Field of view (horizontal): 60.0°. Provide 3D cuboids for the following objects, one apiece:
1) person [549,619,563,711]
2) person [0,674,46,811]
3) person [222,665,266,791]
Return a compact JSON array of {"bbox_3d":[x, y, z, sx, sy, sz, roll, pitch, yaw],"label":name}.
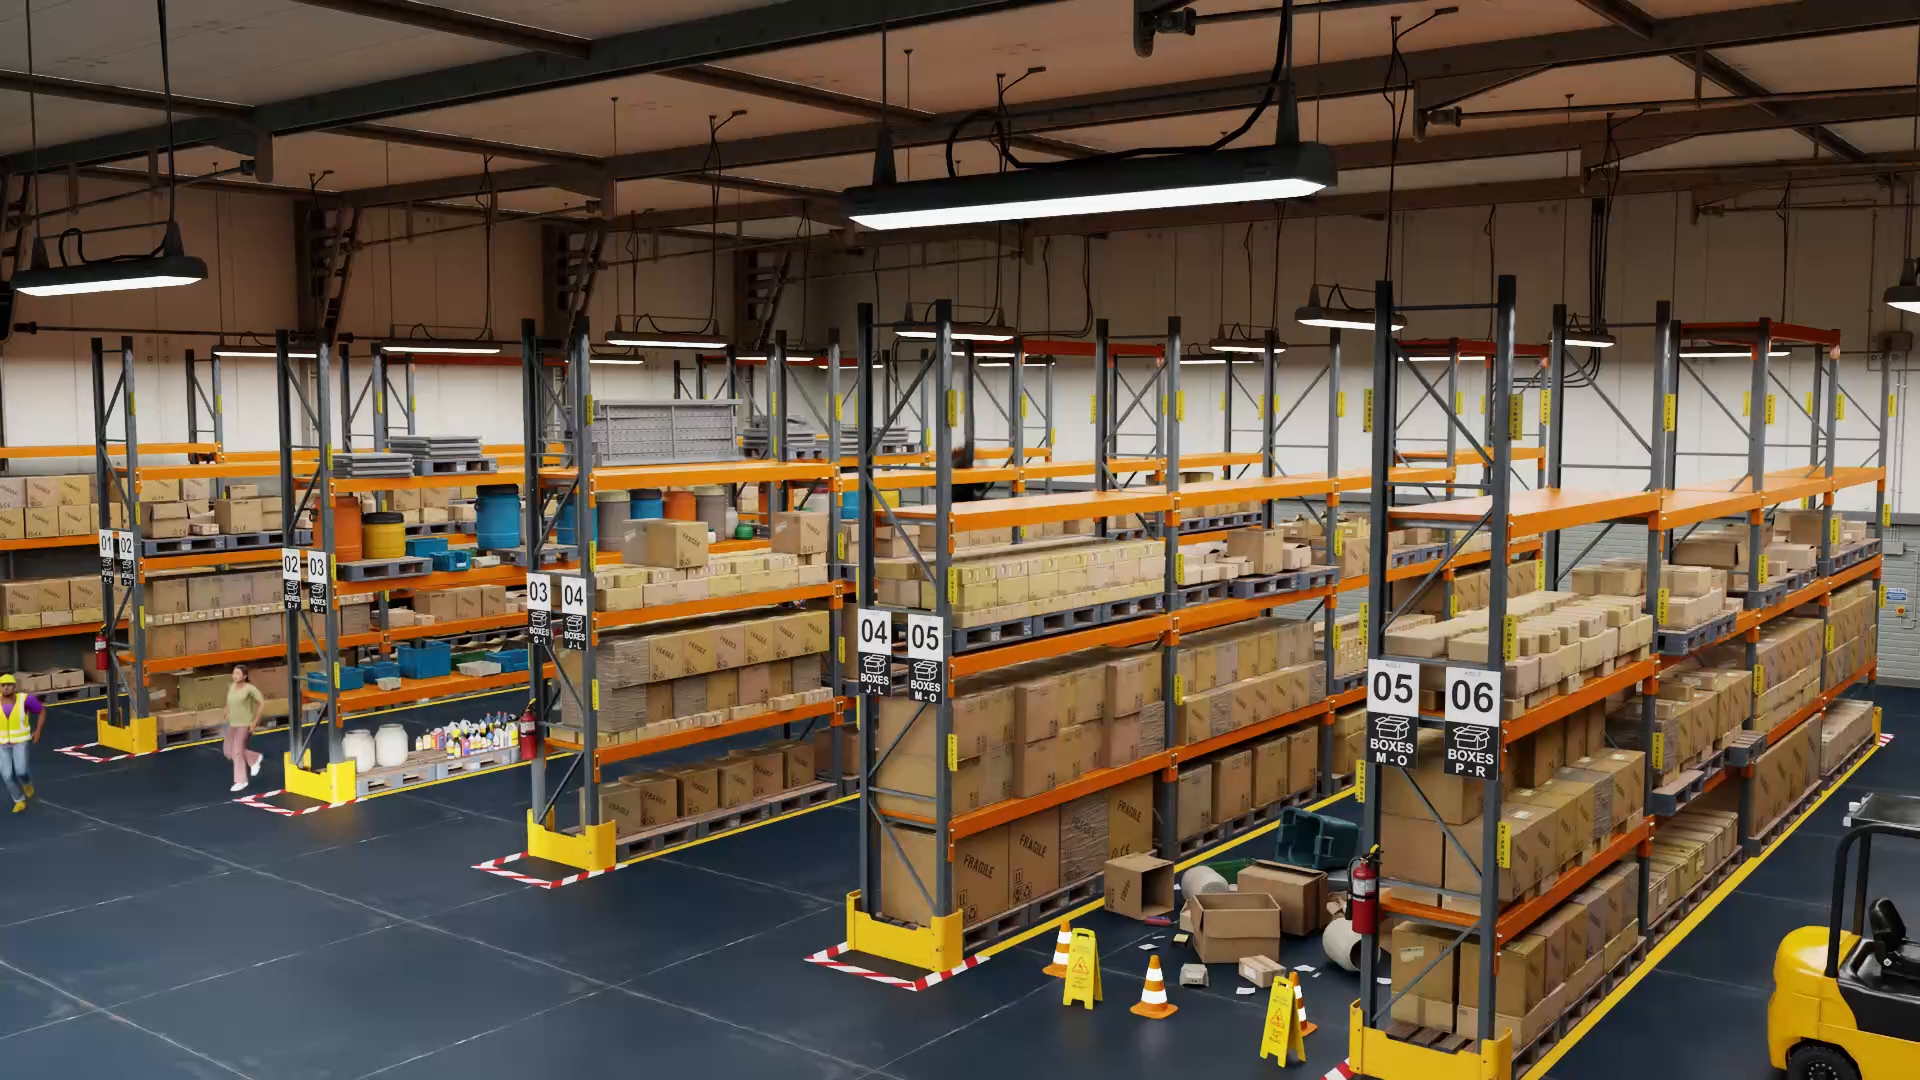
[{"bbox_3d":[-6.685,1.899,27.485,0.689,1.827,0.833,2,6,26],"label":"person"},{"bbox_3d":[-11.780,2.514,20.663,0.711,1.718,0.569,-2,5,-20],"label":"person"},{"bbox_3d":[-9.454,2.460,21.968,0.612,1.642,0.563,2,5,23],"label":"person"}]
